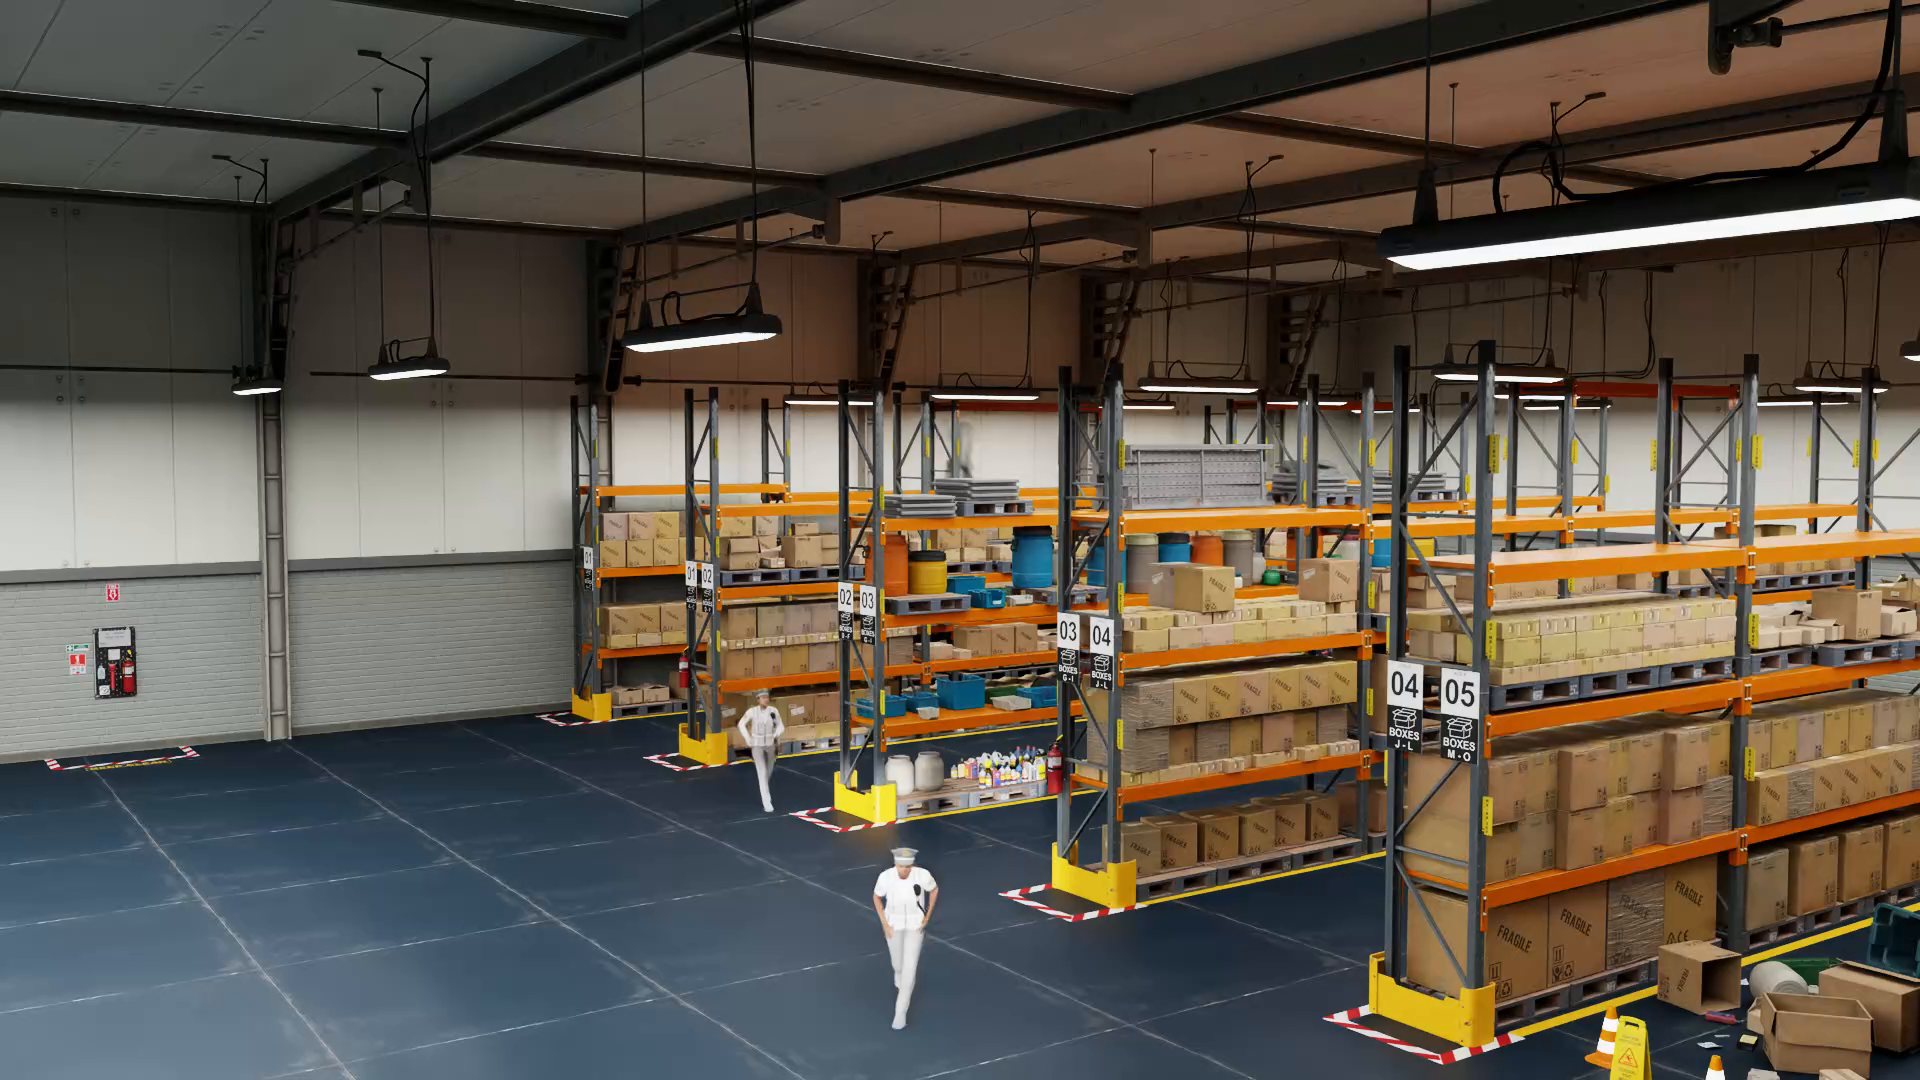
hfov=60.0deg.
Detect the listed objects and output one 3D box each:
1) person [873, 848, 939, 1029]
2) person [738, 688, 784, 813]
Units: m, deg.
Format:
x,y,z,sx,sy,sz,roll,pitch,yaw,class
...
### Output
x,y,z,sx,sy,sz,roll,pitch,yaw,class
-0.489,3.487,14.975,0.587,1.630,0.927,0,3,-5,person
-2.789,2.916,23.441,0.626,1.702,0.894,-1,4,-22,person
